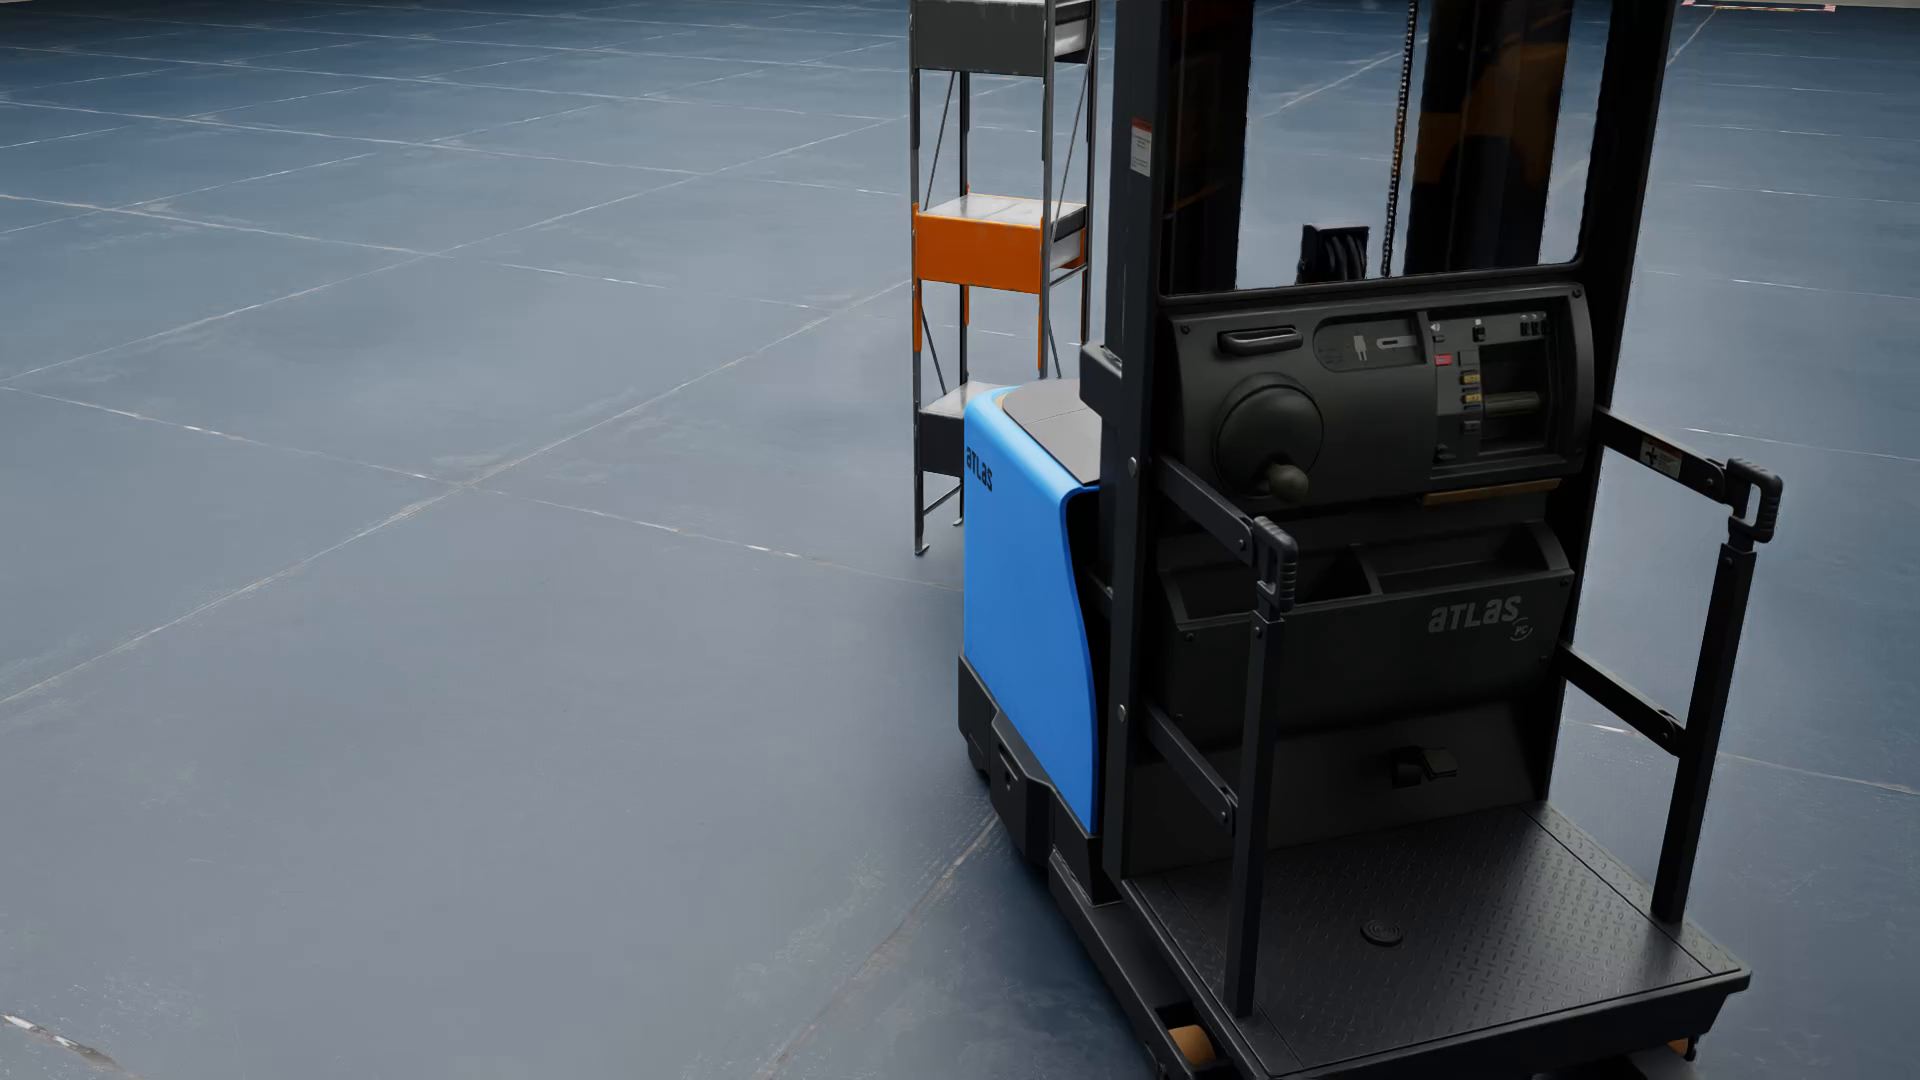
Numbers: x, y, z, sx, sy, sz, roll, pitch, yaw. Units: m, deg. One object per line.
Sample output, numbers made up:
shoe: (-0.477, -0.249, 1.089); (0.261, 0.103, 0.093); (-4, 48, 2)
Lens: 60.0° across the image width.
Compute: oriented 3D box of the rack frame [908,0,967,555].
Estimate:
rack frame: (-0.070, -0.980, 5.872); (0.015, 2.100, 0.400); (11, 25, 25)

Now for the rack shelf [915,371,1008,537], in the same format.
rack shelf: (0.148, -0.280, 6.050); (0.480, 0.518, 0.431); (11, 25, 25)

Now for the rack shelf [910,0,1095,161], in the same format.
rack shelf: (0.148, -1.569, 5.502); (0.480, 0.518, 0.431); (11, 25, 25)

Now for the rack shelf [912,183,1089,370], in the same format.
rack shelf: (0.148, -0.924, 5.776); (0.480, 0.518, 0.431); (11, 25, 25)

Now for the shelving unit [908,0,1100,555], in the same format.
shelving unit: (0.148, -0.937, 5.770); (0.503, 2.100, 0.431); (11, 25, 25)

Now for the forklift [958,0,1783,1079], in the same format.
forklift: (0.925, -0.271, 3.142); (1.130, 2.935, 3.031); (-7, 24, -16)

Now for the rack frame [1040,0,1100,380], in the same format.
rack frame: (0.365, -0.894, 5.669); (0.015, 2.100, 0.400); (11, 25, 25)
